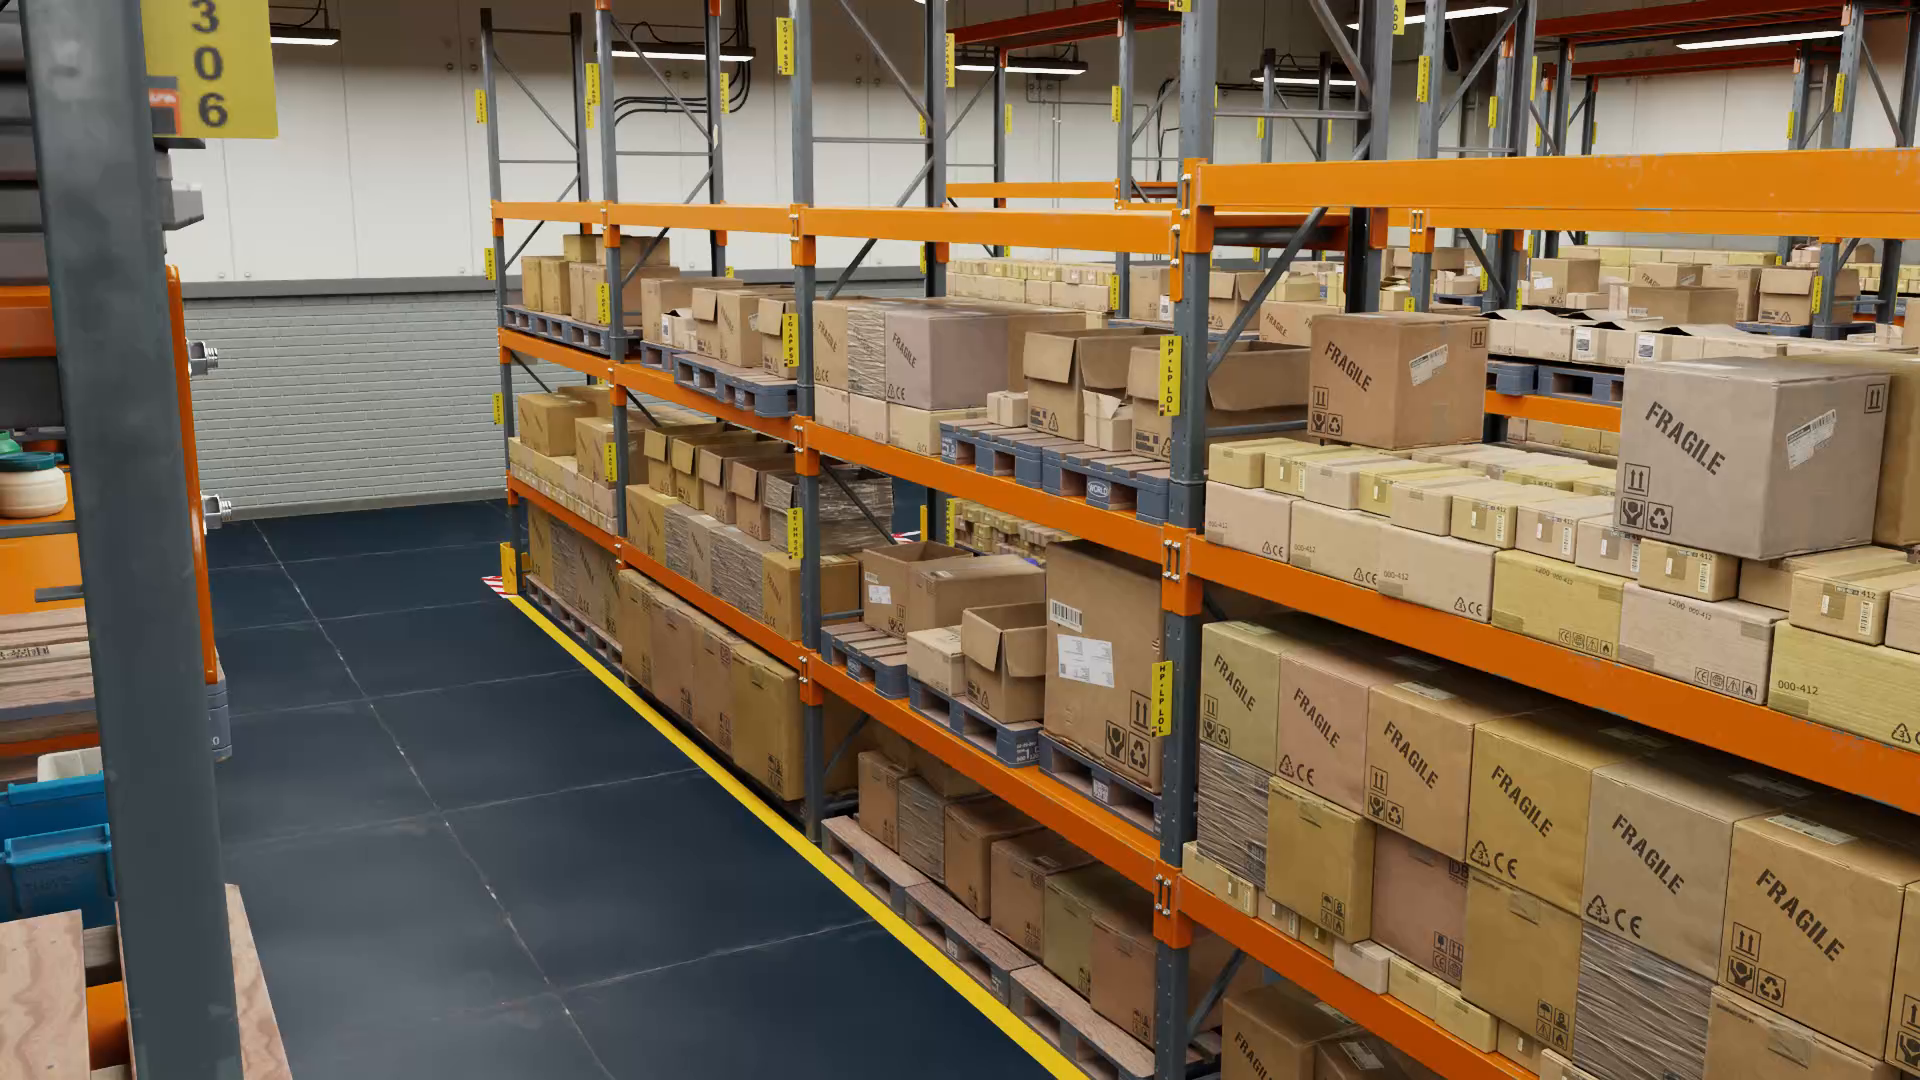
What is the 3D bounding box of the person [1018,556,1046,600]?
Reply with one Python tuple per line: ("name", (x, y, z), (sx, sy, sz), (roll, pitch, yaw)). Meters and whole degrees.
("person", (0.600, 0.544, 16.163), (0.463, 0.772, 0.872), (-7, 14, -32))
